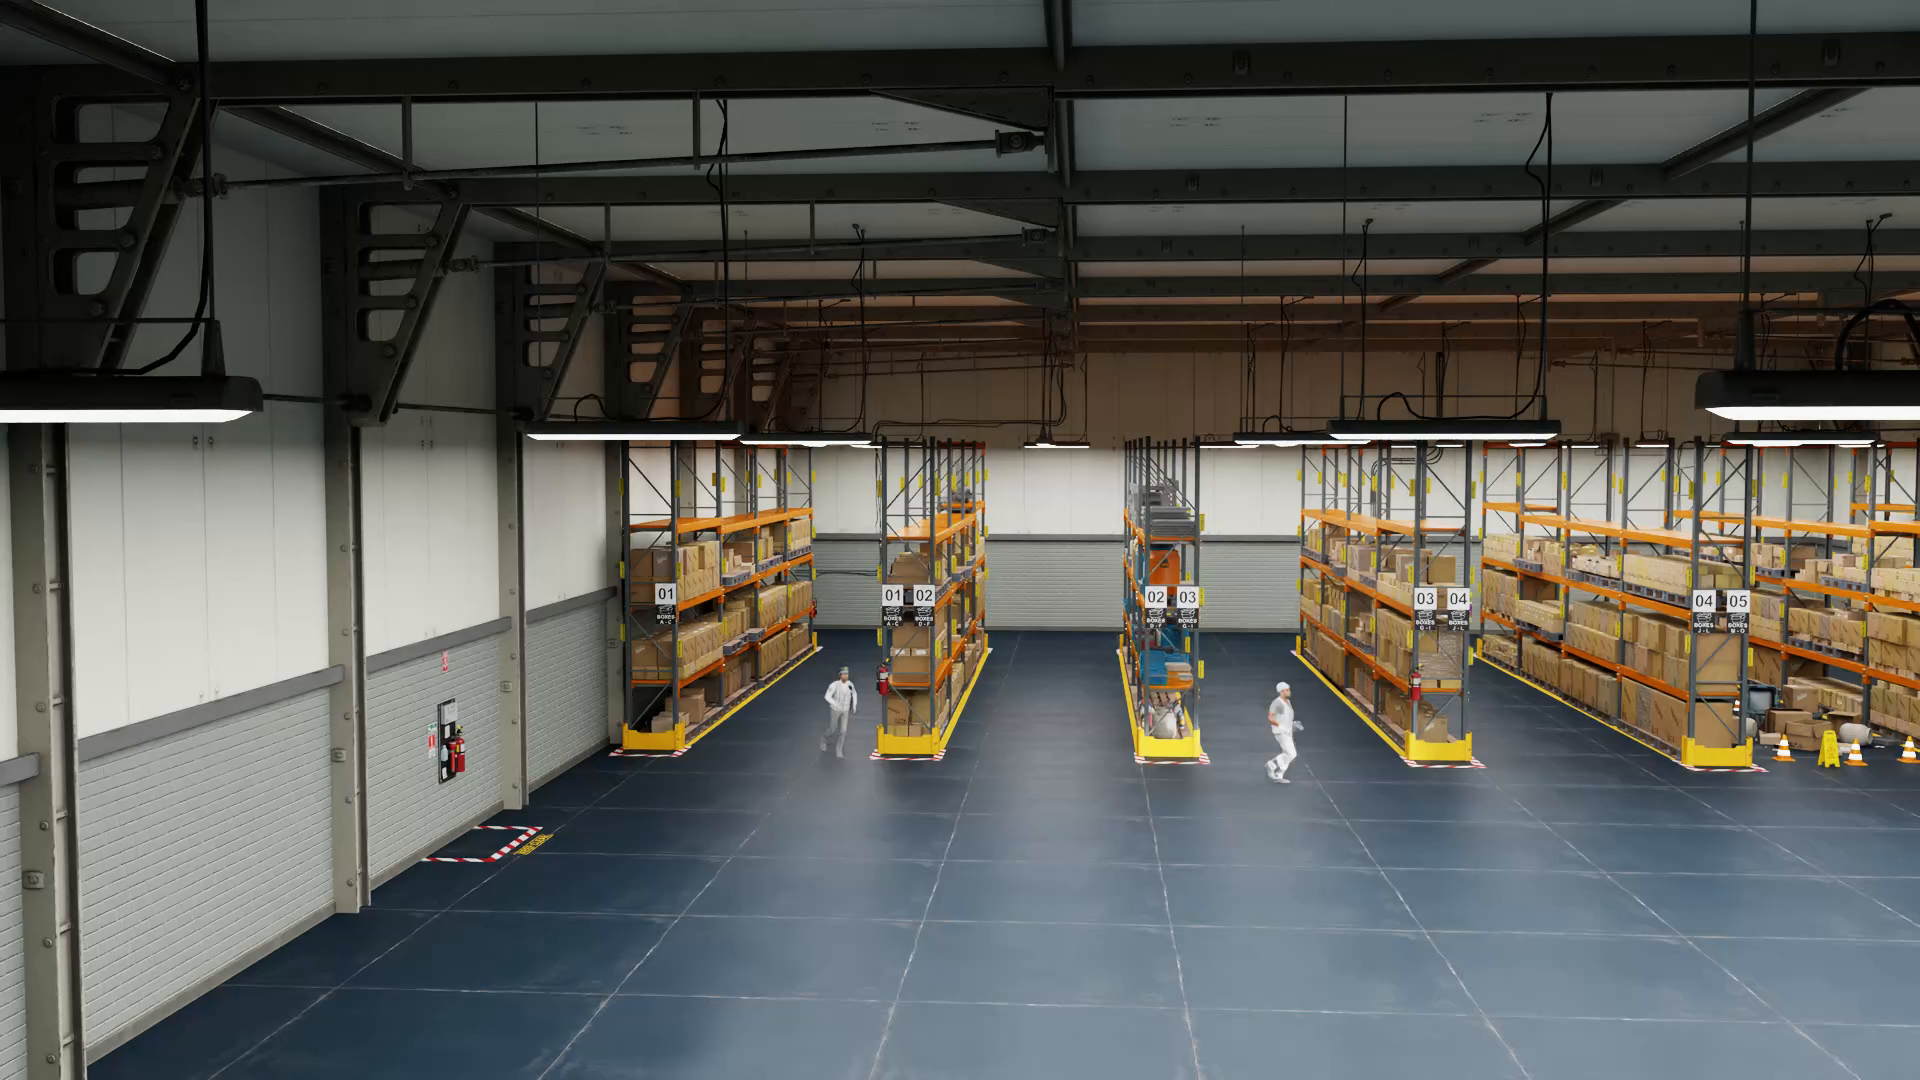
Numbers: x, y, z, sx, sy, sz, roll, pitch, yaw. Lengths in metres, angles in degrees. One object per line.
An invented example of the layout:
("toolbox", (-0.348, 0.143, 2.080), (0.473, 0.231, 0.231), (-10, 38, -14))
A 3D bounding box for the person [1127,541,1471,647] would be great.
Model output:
("person", (9.678, 1.581, 47.595), (9.893, 3.179, 1.887), (0, 3, 7))

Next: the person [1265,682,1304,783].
("person", (5.297, 2.960, 35.292), (7.674, 1.739, 12.030), (2, 4, 30))

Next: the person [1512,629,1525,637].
("person", (15.944, 2.697, 47.325), (0.591, 1.025, 0.350), (0, 3, -6))

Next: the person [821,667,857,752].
("person", (-2.266, 3.176, 31.391), (0.638, 1.601, 0.635), (-1, 3, -25))

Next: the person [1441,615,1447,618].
("person", (13.118, 2.048, 44.971), (0.712, 0.894, 0.357), (0, 3, 9))
